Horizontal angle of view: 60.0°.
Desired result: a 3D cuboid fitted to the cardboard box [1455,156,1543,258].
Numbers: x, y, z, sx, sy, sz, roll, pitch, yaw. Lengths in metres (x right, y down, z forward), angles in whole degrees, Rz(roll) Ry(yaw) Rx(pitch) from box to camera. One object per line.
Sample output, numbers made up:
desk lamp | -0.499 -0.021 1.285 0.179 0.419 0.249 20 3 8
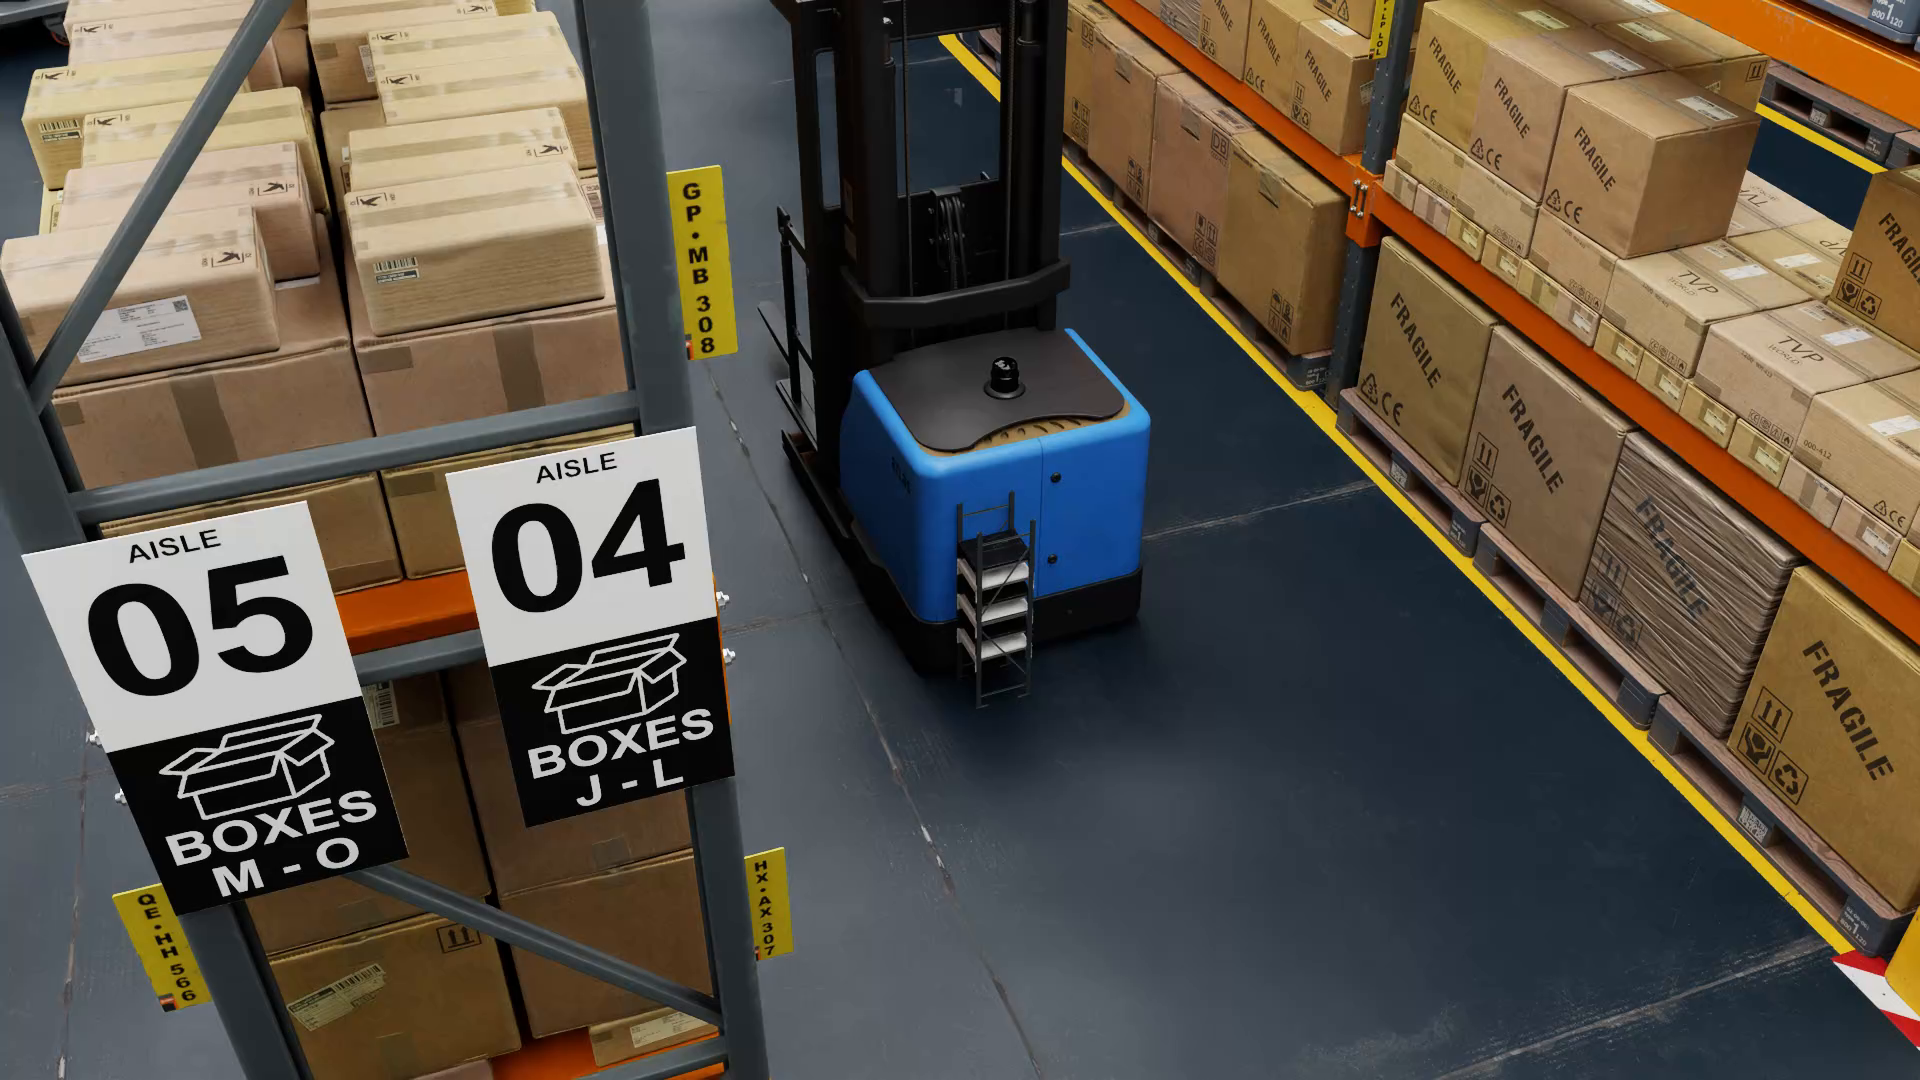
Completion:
cardboard box | 2.478 -1.455 7.066 0.500 0.250 0.500 -13 39 -16

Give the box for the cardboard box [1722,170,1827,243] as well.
cardboard box | 3.151 -1.281 6.835 0.500 0.250 0.500 -12 39 -15

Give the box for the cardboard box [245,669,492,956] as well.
cardboard box | -1.310 0.467 3.476 0.500 0.500 0.500 -13 39 -17

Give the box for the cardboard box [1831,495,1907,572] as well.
cardboard box | 3.164 -0.060 5.545 0.380 0.149 0.250 -12 39 -16

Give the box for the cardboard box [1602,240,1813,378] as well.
cardboard box | 2.824 -0.883 6.307 0.500 0.250 0.500 -12 39 -16

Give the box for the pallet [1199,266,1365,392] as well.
pallet | 2.060 -1.304 9.306 1.003 0.211 1.213 -12 39 -16

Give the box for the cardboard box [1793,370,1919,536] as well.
cardboard box | 3.183 -0.302 5.536 0.500 0.250 0.500 -13 39 -17

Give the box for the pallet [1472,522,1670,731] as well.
pallet | 3.008 0.252 7.240 1.003 0.211 1.213 -12 39 -16

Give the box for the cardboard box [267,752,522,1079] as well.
cardboard box | -1.315 0.873 3.768 0.500 0.500 0.500 -12 39 -15

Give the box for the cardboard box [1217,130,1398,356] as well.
cardboard box | 2.157 -1.674 8.896 1.225 0.875 0.875 -12 39 -16

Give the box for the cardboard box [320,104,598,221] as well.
cardboard box | -1.007 -0.702 3.405 0.500 0.250 0.500 -13 39 -17

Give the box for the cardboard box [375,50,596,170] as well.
cardboard box | -0.912 -0.812 3.219 0.380 0.149 0.250 -12 39 -16

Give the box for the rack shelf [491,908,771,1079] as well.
rack shelf | -1.607 0.389 5.338 1.077 0.370 4.000 -12 39 -16

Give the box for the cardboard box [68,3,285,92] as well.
cardboard box | -1.614 -0.979 3.441 0.380 0.149 0.250 -13 39 -17

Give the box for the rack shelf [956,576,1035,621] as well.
rack shelf | 0.140 0.205 6.635 0.258 0.077 0.200 -13 39 -17

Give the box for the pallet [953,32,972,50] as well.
pallet | 0.336 -4.273 13.248 1.003 0.211 1.213 -12 39 -16

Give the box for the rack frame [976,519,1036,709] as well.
rack frame | 0.177 0.307 6.594 0.240 0.900 0.006 -13 39 -17

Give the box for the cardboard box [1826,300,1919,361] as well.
cardboard box | 3.506 -0.701 6.065 0.500 0.250 0.500 -14 39 -17

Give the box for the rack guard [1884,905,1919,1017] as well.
rack guard | 3.781 1.274 5.643 1.175 0.500 0.348 -12 39 -16

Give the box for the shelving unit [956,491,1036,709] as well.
shelving unit | 0.140 0.250 6.670 0.258 0.900 0.210 -13 39 -17

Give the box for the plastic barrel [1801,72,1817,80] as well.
plastic barrel | 6.243 -3.576 11.660 0.600 0.588 0.708 -12 39 -16

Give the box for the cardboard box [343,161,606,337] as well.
cardboard box | -0.817 -0.495 2.799 0.380 0.149 0.250 -13 39 -16

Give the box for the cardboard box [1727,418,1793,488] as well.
cardboard box | 2.988 -0.347 5.927 0.380 0.149 0.250 -13 39 -17

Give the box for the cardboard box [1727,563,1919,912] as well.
cardboard box | 3.477 0.598 5.880 0.875 0.875 0.875 -12 39 -16

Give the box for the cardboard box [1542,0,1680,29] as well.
cardboard box | 2.806 -2.152 7.368 0.500 0.500 0.500 -11 38 -15

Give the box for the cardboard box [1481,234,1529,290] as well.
cardboard box | 2.460 -1.216 7.080 0.380 0.149 0.250 -13 39 -17

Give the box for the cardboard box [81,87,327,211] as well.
cardboard box | -1.391 -0.697 3.066 0.380 0.149 0.250 -14 39 -17

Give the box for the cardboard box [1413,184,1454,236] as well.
cardboard box | 2.276 -1.513 7.474 0.380 0.149 0.250 -14 39 -17

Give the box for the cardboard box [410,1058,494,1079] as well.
cardboard box | -1.297 1.207 3.864 0.380 0.149 0.250 -12 39 -16

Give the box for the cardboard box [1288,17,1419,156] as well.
cardboard box | 1.979 -2.245 8.154 0.500 0.500 0.500 -12 39 -16

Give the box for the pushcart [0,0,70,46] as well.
pushcart | -7.538 -3.918 12.638 1.648 0.377 0.936 -27 45 -31

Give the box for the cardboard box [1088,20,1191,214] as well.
cardboard box | 1.537 -2.677 10.228 1.225 0.875 0.875 -12 39 -16

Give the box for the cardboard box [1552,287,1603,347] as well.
cardboard box | 2.632 -0.929 6.699 0.380 0.149 0.250 -12 39 -15

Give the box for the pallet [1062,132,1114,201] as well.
pallet | 1.220 -2.682 11.136 1.003 0.211 1.213 -12 39 -16

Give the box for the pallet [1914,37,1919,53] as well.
pallet | 3.508 -1.318 4.587 1.003 0.211 1.213 -12 39 -16

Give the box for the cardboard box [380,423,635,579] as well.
cardboard box | -0.834 -0.213 3.171 0.500 0.250 0.500 -11 38 -14

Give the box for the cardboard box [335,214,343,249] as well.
cardboard box | -1.665 -0.678 3.789 0.500 0.250 0.500 -11 38 -14

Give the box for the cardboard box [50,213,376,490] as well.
cardboard box | -1.316 -0.314 2.889 0.500 0.250 0.500 -14 39 -17

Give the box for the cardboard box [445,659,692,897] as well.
cardboard box | -0.824 0.365 3.611 0.500 0.500 0.500 -13 39 -16

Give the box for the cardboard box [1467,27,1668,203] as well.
cardboard box | 2.483 -1.753 6.838 0.500 0.500 0.500 -12 39 -16

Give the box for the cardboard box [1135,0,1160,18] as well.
cardboard box | 1.291 -3.387 9.670 0.500 0.500 0.500 -13 39 -17

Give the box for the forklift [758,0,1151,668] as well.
forklift | -0.233 -1.523 7.336 1.130 2.935 3.031 -13 39 -17

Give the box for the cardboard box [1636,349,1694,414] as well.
cardboard box | 2.815 -0.634 6.308 0.380 0.149 0.250 -12 39 -15

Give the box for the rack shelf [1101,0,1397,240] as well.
rack shelf | 1.708 -2.840 9.625 1.077 0.370 4.000 -12 39 -16

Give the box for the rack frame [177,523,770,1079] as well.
rack frame | -0.919 1.232 3.621 1.000 3.000 0.127 -12 39 -16

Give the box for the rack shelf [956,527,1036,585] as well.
rack shelf | 0.140 0.061 6.527 0.258 0.077 0.200 -13 39 -17

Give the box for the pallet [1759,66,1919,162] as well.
pallet | 6.397 -3.044 11.616 1.003 0.211 1.213 -12 39 -16

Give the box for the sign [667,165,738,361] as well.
sign | -0.410 -0.428 2.605 0.100 0.325 0.005 -12 39 -16

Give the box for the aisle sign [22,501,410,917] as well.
aisle sign | -1.176 0.297 2.702 0.394 0.787 0.004 -12 39 -16

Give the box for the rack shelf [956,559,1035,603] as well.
rack shelf | 0.140 0.133 6.581 0.258 0.077 0.200 -13 39 -17

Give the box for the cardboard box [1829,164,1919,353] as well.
cardboard box | 3.505 -0.997 5.835 0.500 0.500 0.500 -13 39 -17

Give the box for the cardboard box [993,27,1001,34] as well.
cardboard box | 0.568 -4.119 12.438 0.700 0.500 0.500 -16 40 -20

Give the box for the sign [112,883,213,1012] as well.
sign | -1.447 0.747 3.040 0.100 0.325 0.005 -12 39 -16

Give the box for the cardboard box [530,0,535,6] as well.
cardboard box | -1.345 -1.276 4.167 0.500 0.250 0.500 -14 39 -18

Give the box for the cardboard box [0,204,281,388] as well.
cardboard box | -1.309 -0.392 2.662 0.380 0.149 0.250 -13 39 -16

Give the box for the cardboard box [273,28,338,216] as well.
cardboard box | -1.667 -0.892 3.657 0.500 0.250 0.500 -12 39 -15

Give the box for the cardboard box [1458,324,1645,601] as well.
cardboard box | 2.858 -0.419 7.230 0.875 0.875 0.875 -12 39 -16

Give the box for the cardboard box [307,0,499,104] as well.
cardboard box | -1.183 -1.073 3.566 0.380 0.149 0.250 -11 38 -15

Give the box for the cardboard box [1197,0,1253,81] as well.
cardboard box | 1.629 -2.820 8.917 0.500 0.500 0.500 -13 39 -16
